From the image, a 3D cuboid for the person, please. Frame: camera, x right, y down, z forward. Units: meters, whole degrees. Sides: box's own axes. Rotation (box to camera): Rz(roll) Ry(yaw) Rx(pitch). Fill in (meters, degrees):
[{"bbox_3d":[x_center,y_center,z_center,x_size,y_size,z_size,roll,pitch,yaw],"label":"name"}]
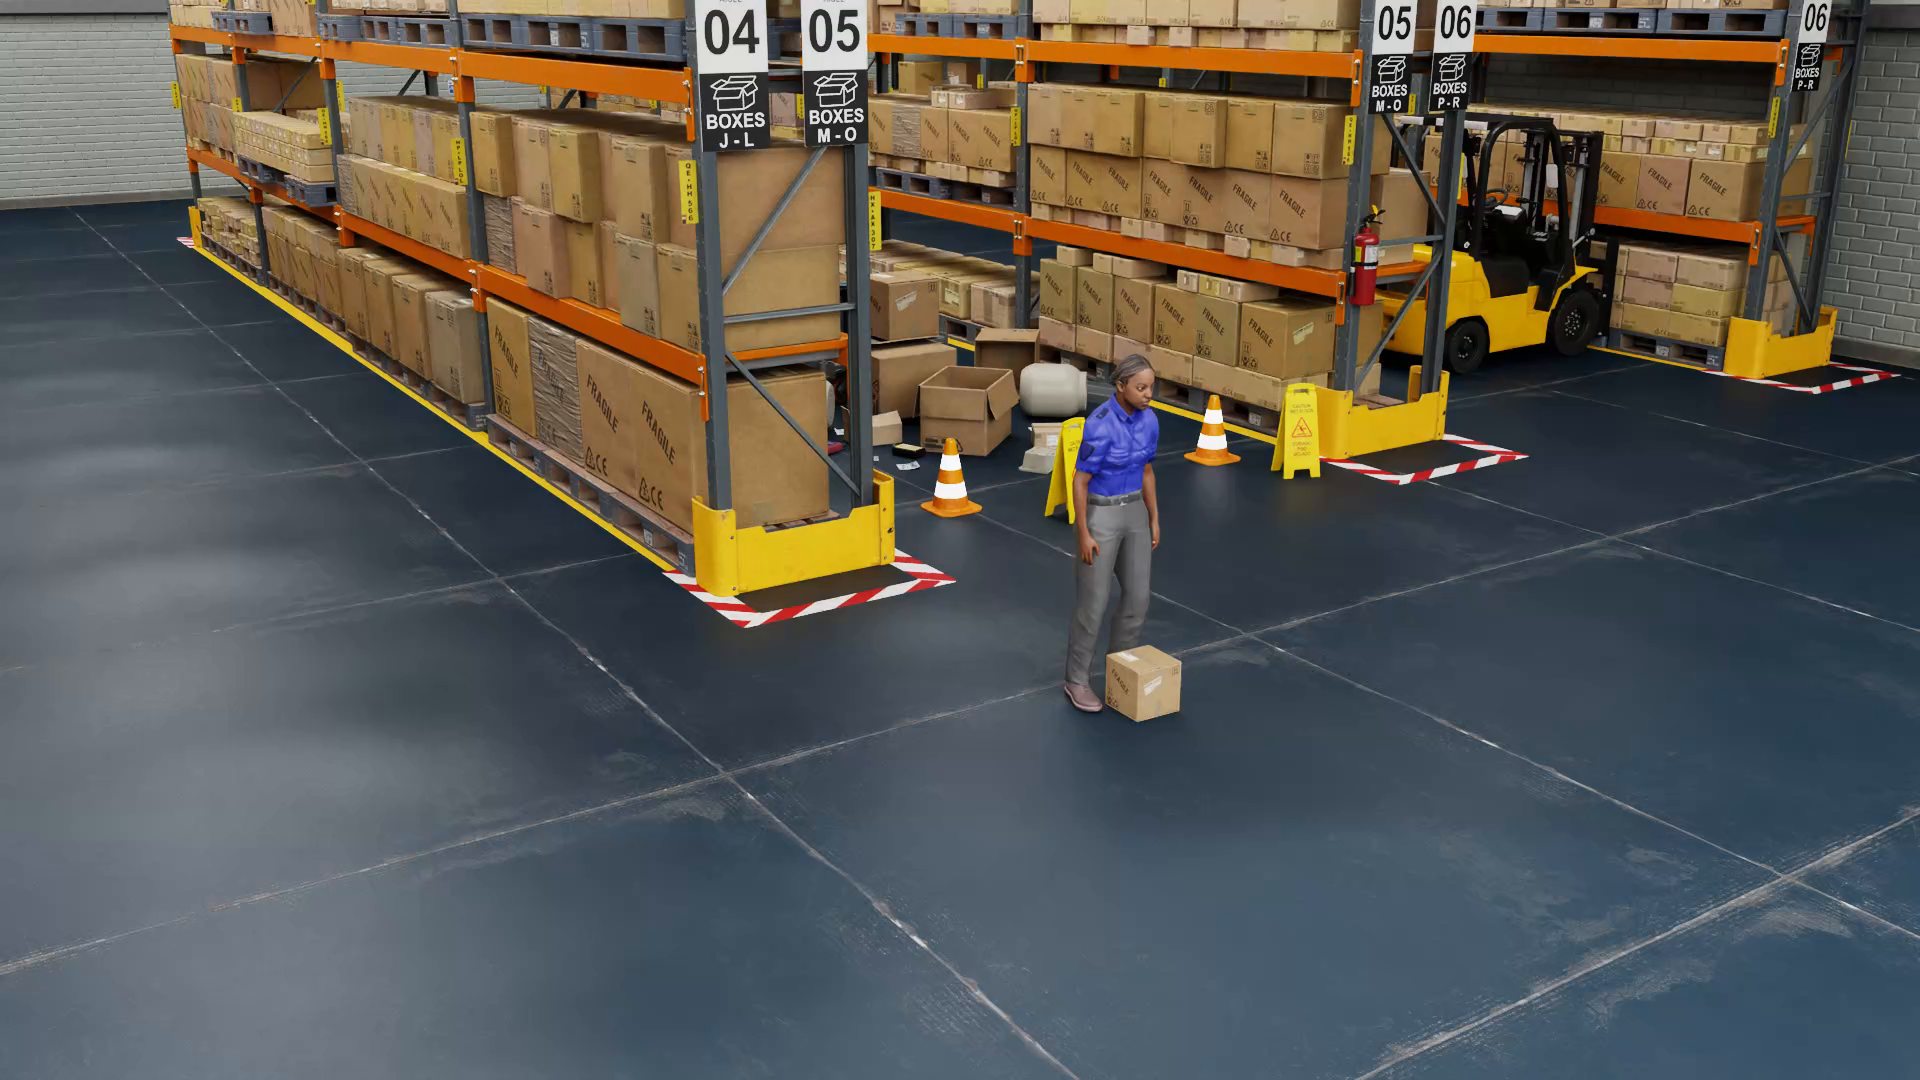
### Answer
[{"bbox_3d":[0.722,-0.057,7.738,0.532,1.655,0.348,-13,22,-34],"label":"person"}]
